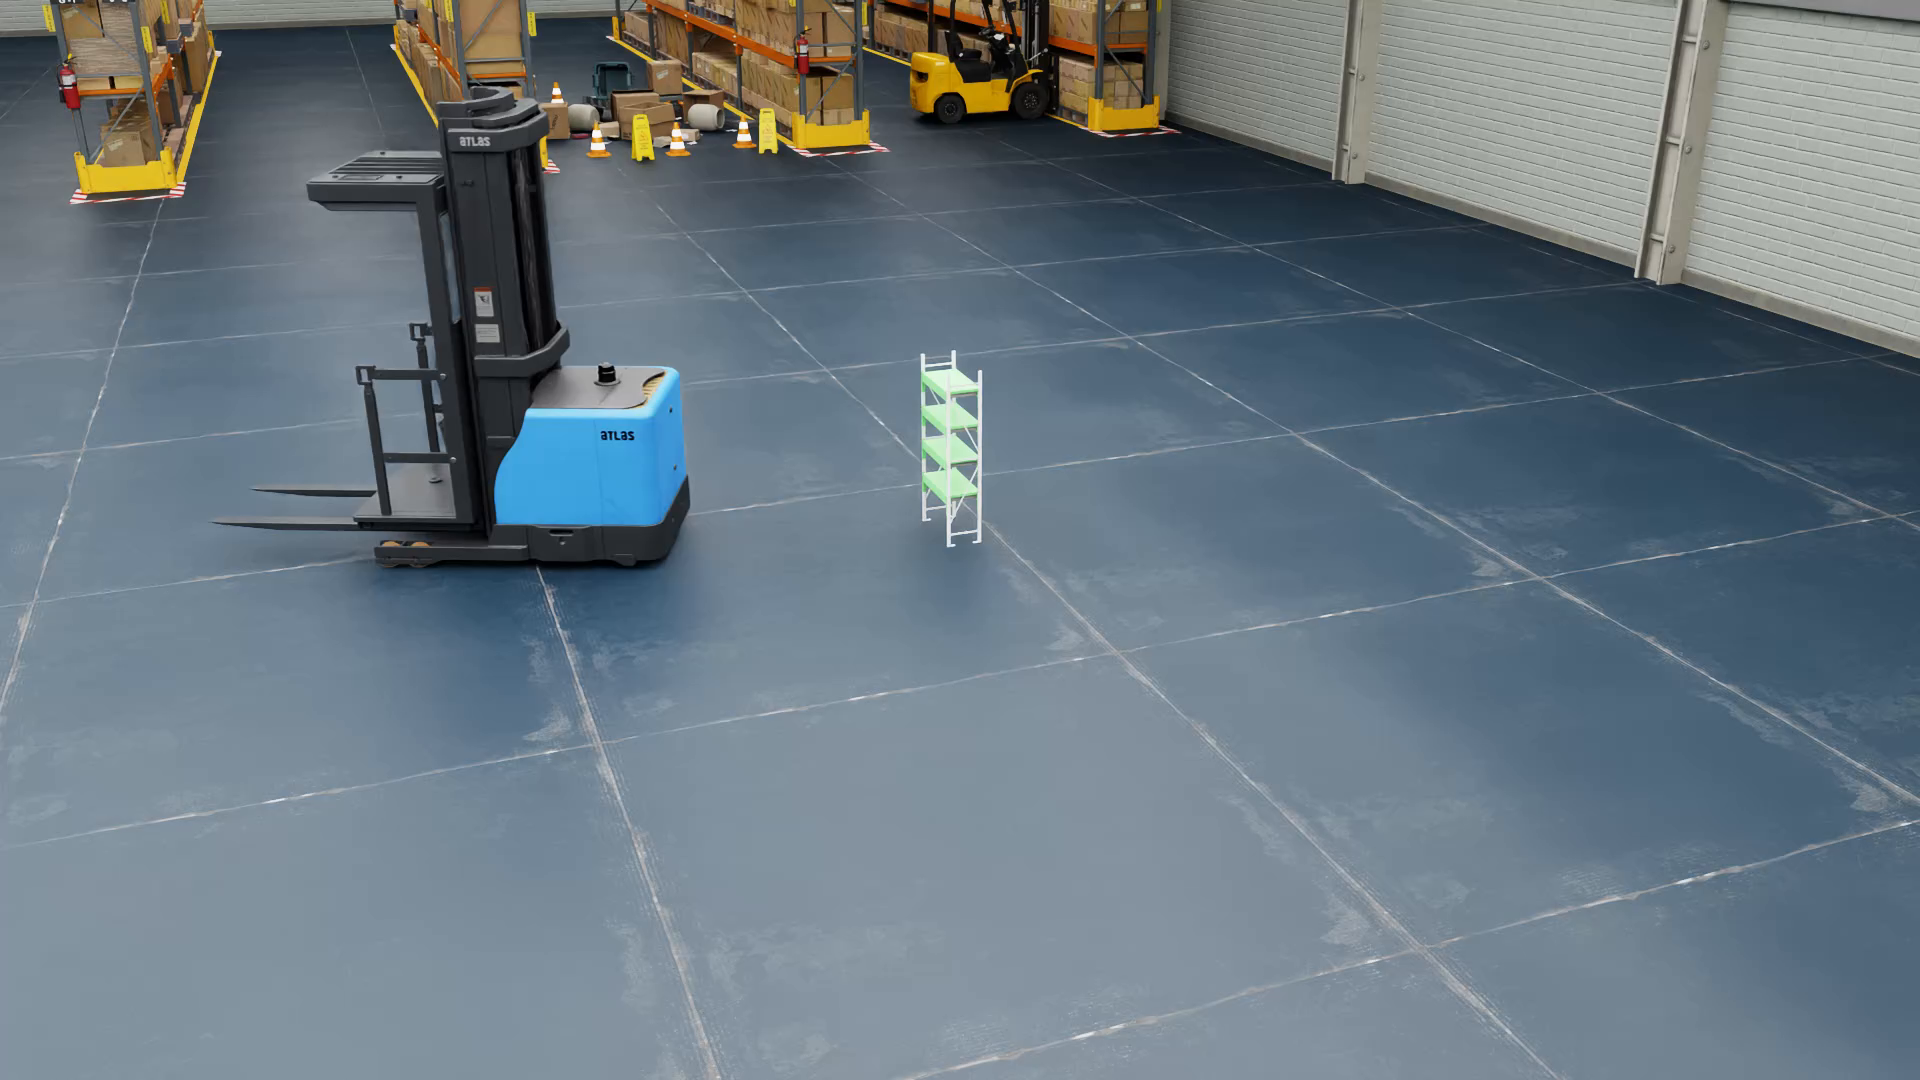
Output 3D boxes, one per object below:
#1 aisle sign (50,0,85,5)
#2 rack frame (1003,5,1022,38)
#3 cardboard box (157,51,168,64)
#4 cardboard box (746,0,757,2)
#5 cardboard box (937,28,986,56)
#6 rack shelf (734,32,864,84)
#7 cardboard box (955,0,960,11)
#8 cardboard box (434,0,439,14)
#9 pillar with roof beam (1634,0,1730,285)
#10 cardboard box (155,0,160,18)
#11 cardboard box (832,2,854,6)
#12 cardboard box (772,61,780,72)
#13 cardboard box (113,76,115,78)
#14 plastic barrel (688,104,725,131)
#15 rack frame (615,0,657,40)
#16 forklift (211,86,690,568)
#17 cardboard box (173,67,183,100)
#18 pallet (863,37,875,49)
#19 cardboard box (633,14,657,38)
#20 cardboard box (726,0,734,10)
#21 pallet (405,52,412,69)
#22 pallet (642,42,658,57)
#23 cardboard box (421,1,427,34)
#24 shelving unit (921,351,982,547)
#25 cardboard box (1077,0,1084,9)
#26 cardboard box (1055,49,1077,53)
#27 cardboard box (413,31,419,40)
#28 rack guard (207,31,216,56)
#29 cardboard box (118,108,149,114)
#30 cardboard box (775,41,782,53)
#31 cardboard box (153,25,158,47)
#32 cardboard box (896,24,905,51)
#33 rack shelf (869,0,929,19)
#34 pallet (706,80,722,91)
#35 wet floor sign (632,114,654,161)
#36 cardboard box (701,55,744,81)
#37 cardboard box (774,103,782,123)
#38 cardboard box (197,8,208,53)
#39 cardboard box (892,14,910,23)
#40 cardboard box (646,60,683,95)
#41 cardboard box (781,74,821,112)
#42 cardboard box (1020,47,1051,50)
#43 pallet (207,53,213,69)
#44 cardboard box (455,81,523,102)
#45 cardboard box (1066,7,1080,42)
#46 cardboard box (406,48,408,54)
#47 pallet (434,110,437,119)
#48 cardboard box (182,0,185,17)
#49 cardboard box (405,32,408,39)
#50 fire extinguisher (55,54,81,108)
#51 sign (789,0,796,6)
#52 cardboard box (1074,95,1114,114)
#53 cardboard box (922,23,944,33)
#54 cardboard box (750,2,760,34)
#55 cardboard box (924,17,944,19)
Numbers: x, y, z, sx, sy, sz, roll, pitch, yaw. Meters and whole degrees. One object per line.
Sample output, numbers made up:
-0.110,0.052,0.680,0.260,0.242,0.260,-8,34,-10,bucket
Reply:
-11.495,-7.261,21.268,0.394,0.787,0.004,-8,24,-19,aisle sign
1.264,-9.622,30.218,1.000,3.000,0.127,-8,24,-19,rack frame
-11.994,-7.160,24.699,0.380,0.149,0.250,-8,24,-19,cardboard box
-3.114,-9.019,26.988,0.700,0.500,0.500,-9,24,-20,cardboard box
0.058,-9.946,33.503,0.875,0.625,0.625,-8,24,-17,cardboard box
-2.672,-7.882,27.014,1.077,0.370,4.000,-8,24,-19,rack shelf
0.141,-10.442,32.356,0.500,0.250,0.500,-9,25,-21,cardboard box
-7.875,-8.652,26.332,0.875,0.550,0.550,-8,24,-19,cardboard box
3.486,-6.359,14.751,9.100,9.000,0.400,-8,24,-19,pillar with roof beam
-12.055,-7.917,24.372,0.500,0.500,0.500,-8,24,-19,cardboard box
-2.848,-12.790,40.408,0.797,0.503,0.637,-9,25,-21,cardboard box
-2.771,-7.529,26.449,0.380,0.149,0.250,-8,24,-18,cardboard box
-11.878,-6.450,23.016,0.380,0.149,0.250,-8,24,-19,cardboard box
-4.111,-6.842,26.938,0.512,0.421,0.421,8,24,18,plastic barrel
-7.618,-13.300,38.944,1.000,3.000,0.127,-8,24,-19,rack frame
-3.413,-1.374,10.735,3.031,2.935,1.130,1,23,2,forklift
-13.807,-7.844,28.650,0.700,0.500,0.500,-10,25,-22,cardboard box
-1.804,-11.494,38.248,1.003,0.211,1.213,-8,24,-19,pallet
-6.960,-11.755,38.037,0.875,0.438,0.875,-8,24,-18,cardboard box
-3.756,-9.453,28.763,0.500,0.500,0.500,-9,24,-20,cardboard box
-11.070,-10.085,34.906,1.003,0.211,1.213,-8,24,-19,pallet
-6.400,-10.849,36.718,1.003,0.211,1.213,-8,24,-19,pallet
-8.947,-8.974,28.552,0.500,0.500,0.500,-9,24,-20,cardboard box
-0.058,-0.613,11.160,0.258,1.200,0.503,-8,24,-19,shelving unit
2.140,-8.793,27.286,0.380,0.149,0.250,-8,24,-18,cardboard box
1.978,-8.490,29.242,0.500,0.250,0.500,-8,24,-19,cardboard box
-10.227,-9.646,31.986,0.500,0.250,0.500,-8,24,-18,cardboard box
-16.897,-10.797,36.224,1.175,0.500,0.348,-8,24,-19,rack guard
-12.043,-6.049,24.418,0.500,0.500,0.500,-11,25,-24,cardboard box
-2.681,-7.740,26.074,0.380,0.149,0.250,-8,24,-18,cardboard box
-12.548,-7.591,24.887,0.875,0.500,0.500,-8,24,-19,cardboard box
-1.055,-10.801,35.691,0.500,0.500,0.500,-9,25,-21,cardboard box
-0.856,-11.471,35.530,1.077,0.370,4.000,-8,24,-19,rack shelf
-4.090,-8.382,30.864,1.003,0.211,1.213,-8,24,-19,pallet
-4.698,-5.947,24.529,0.267,0.644,0.232,-13,26,-28,wet floor sign
-4.333,-8.902,31.352,0.950,0.372,0.625,-9,24,-20,cardboard box
-2.678,-6.859,26.661,0.500,0.250,0.500,-8,24,-19,cardboard box
-16.266,-10.603,34.738,0.875,0.875,0.875,-8,24,-19,cardboard box
-1.250,-11.327,36.106,0.380,0.149,0.250,-8,24,-19,cardboard box
-5.033,-7.882,28.332,0.500,0.500,0.500,-8,24,-19,cardboard box
-2.492,-7.014,26.063,0.500,0.500,0.500,-8,24,-19,cardboard box
1.312,-8.603,29.513,0.500,0.250,0.500,-8,24,-19,cardboard box
-16.106,-9.933,34.545,1.003,0.211,1.213,-8,24,-19,pallet
-6.862,-6.222,24.346,0.875,0.875,0.875,-8,24,-19,cardboard box
2.083,-8.548,27.539,0.500,0.500,0.500,-8,24,-17,cardboard box
-11.424,-10.299,34.954,0.380,0.149,0.250,-9,25,-21,cardboard box
-8.317,-7.209,28.082,1.003,0.211,1.213,-8,24,-19,pallet
-14.164,-9.481,29.753,0.500,0.500,0.500,-9,24,-20,cardboard box
-11.391,-10.555,34.795,0.380,0.149,0.250,-9,24,-19,cardboard box
-11.627,-5.986,21.691,0.296,0.674,0.183,-8,24,-19,fire extinguisher
-2.492,-8.097,24.701,0.100,0.325,0.005,-8,24,-19,sign
2.215,-7.223,27.524,0.500,0.250,0.500,-8,24,-19,cardboard box
-0.561,-10.561,34.287,0.380,0.149,0.250,-10,25,-22,cardboard box
-3.119,-8.561,27.189,0.500,0.500,0.500,-9,24,-19,cardboard box
-0.549,-11.111,35.592,0.380,0.149,0.250,-8,24,-19,cardboard box
